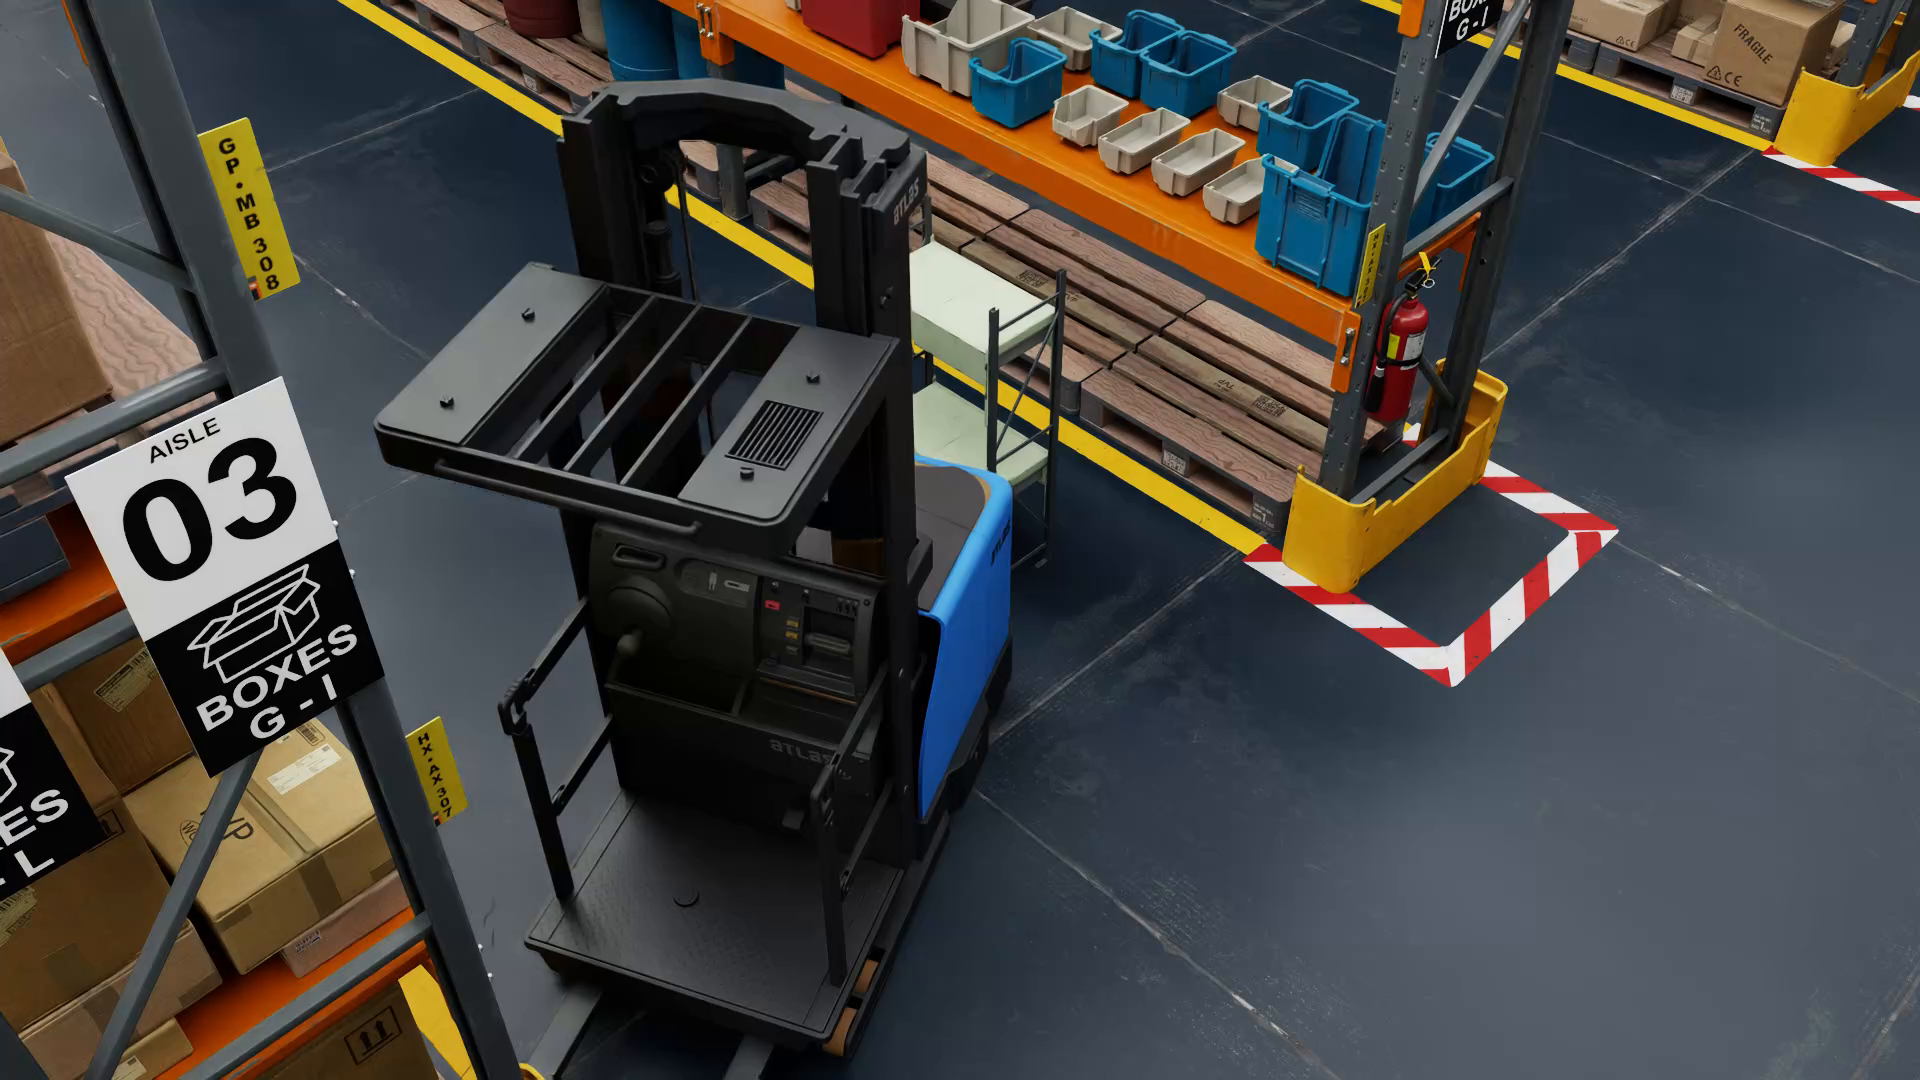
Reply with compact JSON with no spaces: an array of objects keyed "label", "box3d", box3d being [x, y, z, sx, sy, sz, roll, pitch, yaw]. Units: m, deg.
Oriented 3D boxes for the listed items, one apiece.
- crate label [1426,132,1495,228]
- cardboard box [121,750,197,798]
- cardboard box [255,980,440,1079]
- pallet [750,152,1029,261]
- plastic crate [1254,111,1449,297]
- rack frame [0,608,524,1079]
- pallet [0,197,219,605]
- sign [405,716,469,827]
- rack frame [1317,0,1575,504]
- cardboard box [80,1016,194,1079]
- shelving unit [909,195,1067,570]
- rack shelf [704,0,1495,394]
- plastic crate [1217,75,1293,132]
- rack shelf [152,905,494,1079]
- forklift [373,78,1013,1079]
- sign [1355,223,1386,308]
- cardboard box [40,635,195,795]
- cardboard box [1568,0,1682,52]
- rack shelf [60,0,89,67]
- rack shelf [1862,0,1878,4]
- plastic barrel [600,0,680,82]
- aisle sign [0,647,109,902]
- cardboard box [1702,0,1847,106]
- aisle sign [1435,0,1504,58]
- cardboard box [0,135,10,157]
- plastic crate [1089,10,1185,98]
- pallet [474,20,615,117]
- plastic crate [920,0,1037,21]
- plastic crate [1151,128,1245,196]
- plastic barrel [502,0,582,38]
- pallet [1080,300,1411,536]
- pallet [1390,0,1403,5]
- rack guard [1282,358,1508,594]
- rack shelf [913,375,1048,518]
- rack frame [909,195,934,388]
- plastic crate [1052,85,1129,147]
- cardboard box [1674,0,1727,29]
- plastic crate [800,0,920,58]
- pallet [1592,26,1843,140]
[{"label":"crate label","box3d":[1.948,-1.456,6.812,0.416,0.233,0.303,-34,53,-31]},{"label":"cardboard box","box3d":[-2.137,0.494,4.514,0.500,0.250,0.500,34,52,31]},{"label":"cardboard box","box3d":[-2.126,1.512,4.777,0.875,0.875,0.875,-34,53,-31]},{"label":"pallet","box3d":[-0.389,-1.782,9.140,1.003,0.211,1.213,-34,53,-31]},{"label":"plastic crate","box3d":[1.521,-1.325,6.521,0.616,0.435,0.499,-34,53,-31]},{"label":"rack frame","box3d":[-1.617,1.155,3.907,1.000,3.000,0.127,-34,53,-31]},{"label":"pallet","box3d":[-2.149,-0.266,3.300,1.003,0.211,1.213,-34,53,-31]},{"label":"sign","box3d":[-1.220,0.545,3.871,0.100,0.325,0.005,-34,53,-31]},{"label":"rack frame","box3d":[1.889,-1.219,6.476,1.000,3.000,0.127,-34,53,-31]},{"label":"cardboard box","box3d":[-2.102,1.234,4.007,0.380,0.149,0.250,-33,52,-31]},{"label":"shelving unit","box3d":[-0.005,-0.554,6.862,0.431,1.500,0.755,-34,53,-31]},{"label":"rack shelf","box3d":[0.477,-1.916,7.760,1.077,0.370,4.000,-34,53,-31]},{"label":"plastic crate","box3d":[1.301,-1.940,7.407,0.250,0.136,0.298,-34,53,-31]},{"label":"rack shelf","box3d":[-3.030,0.458,5.192,1.077,0.370,4.000,-34,53,-31]},{"label":"forklift","box3d":[-0.764,0.311,4.871,1.130,2.935,3.031,14,44,14]},{"label":"sign","box3d":[1.511,-1.007,6.127,0.100,0.325,0.005,-34,53,-31]},{"label":"cardboard box","box3d":[-2.118,0.225,4.252,0.500,0.500,0.500,33,52,30]},{"label":"cardboard box","box3d":[4.191,-3.357,10.492,0.500,0.250,0.500,-34,53,-31]},{"label":"rack shelf","box3d":[-3.030,-1.598,3.291,1.077,0.370,4.000,-34,53,-31]},{"label":"rack shelf","box3d":[3.987,-4.288,10.328,1.077,0.370,4.000,-34,53,-31]},{"label":"plastic barrel","box3d":[-1.808,-3.134,9.786,0.600,0.901,0.708,-34,53,-31]},{"label":"aisle sign","box3d":[-1.779,0.378,2.832,0.394,0.787,0.004,-34,53,-31]},{"label":"cardboard box","box3d":[4.841,-2.978,9.897,0.500,0.500,0.500,-34,53,-31]},{"label":"aisle sign","box3d":[1.733,-1.999,5.405,0.394,0.787,0.004,-34,53,-31]},{"label":"cardboard box","box3d":[-2.335,-0.727,3.277,0.500,0.500,0.700,32,52,30]},{"label":"plastic crate","box3d":[0.806,-2.233,7.653,0.416,0.233,0.300,-34,53,-31]},{"label":"pallet","box3d":[-2.317,-3.094,10.560,1.003,0.211,1.213,-34,53,-31]},{"label":"plastic crate","box3d":[0.045,-2.653,8.187,0.437,0.125,0.590,-34,53,-31]},{"label":"plastic crate","box3d":[0.991,-1.595,7.034,0.396,0.136,0.243,-34,53,-31]},{"label":"plastic barrel","box3d":[-2.605,-3.562,10.479,0.600,0.588,0.708,-34,53,-31]},{"label":"pallet","box3d":[1.334,-0.610,7.872,1.003,0.211,1.213,-34,53,-31]},{"label":"pallet","box3d":[3.059,-4.158,11.712,1.003,0.211,1.213,-34,53,-31]},{"label":"rack guard","box3d":[1.916,-0.296,7.319,1.175,0.500,0.348,-34,53,-31]},{"label":"rack shelf","box3d":[-0.005,-0.315,7.083,0.431,0.370,0.720,-34,53,-31]},{"label":"rack frame","box3d":[-0.263,-0.730,7.052,0.400,1.500,0.023,-34,53,-31]},{"label":"plastic crate","box3d":[0.555,-1.851,7.310,0.298,0.136,0.250,-34,53,-31]},{"label":"cardboard box","box3d":[4.863,-3.380,10.517,0.500,0.250,0.500,-34,53,-31]},{"label":"plastic crate","box3d":[-0.482,-2.637,7.920,0.402,0.464,0.583,-34,53,-31]},{"label":"pallet","box3d":[4.782,-2.986,10.444,1.003,0.211,1.213,-34,53,-31]}]
